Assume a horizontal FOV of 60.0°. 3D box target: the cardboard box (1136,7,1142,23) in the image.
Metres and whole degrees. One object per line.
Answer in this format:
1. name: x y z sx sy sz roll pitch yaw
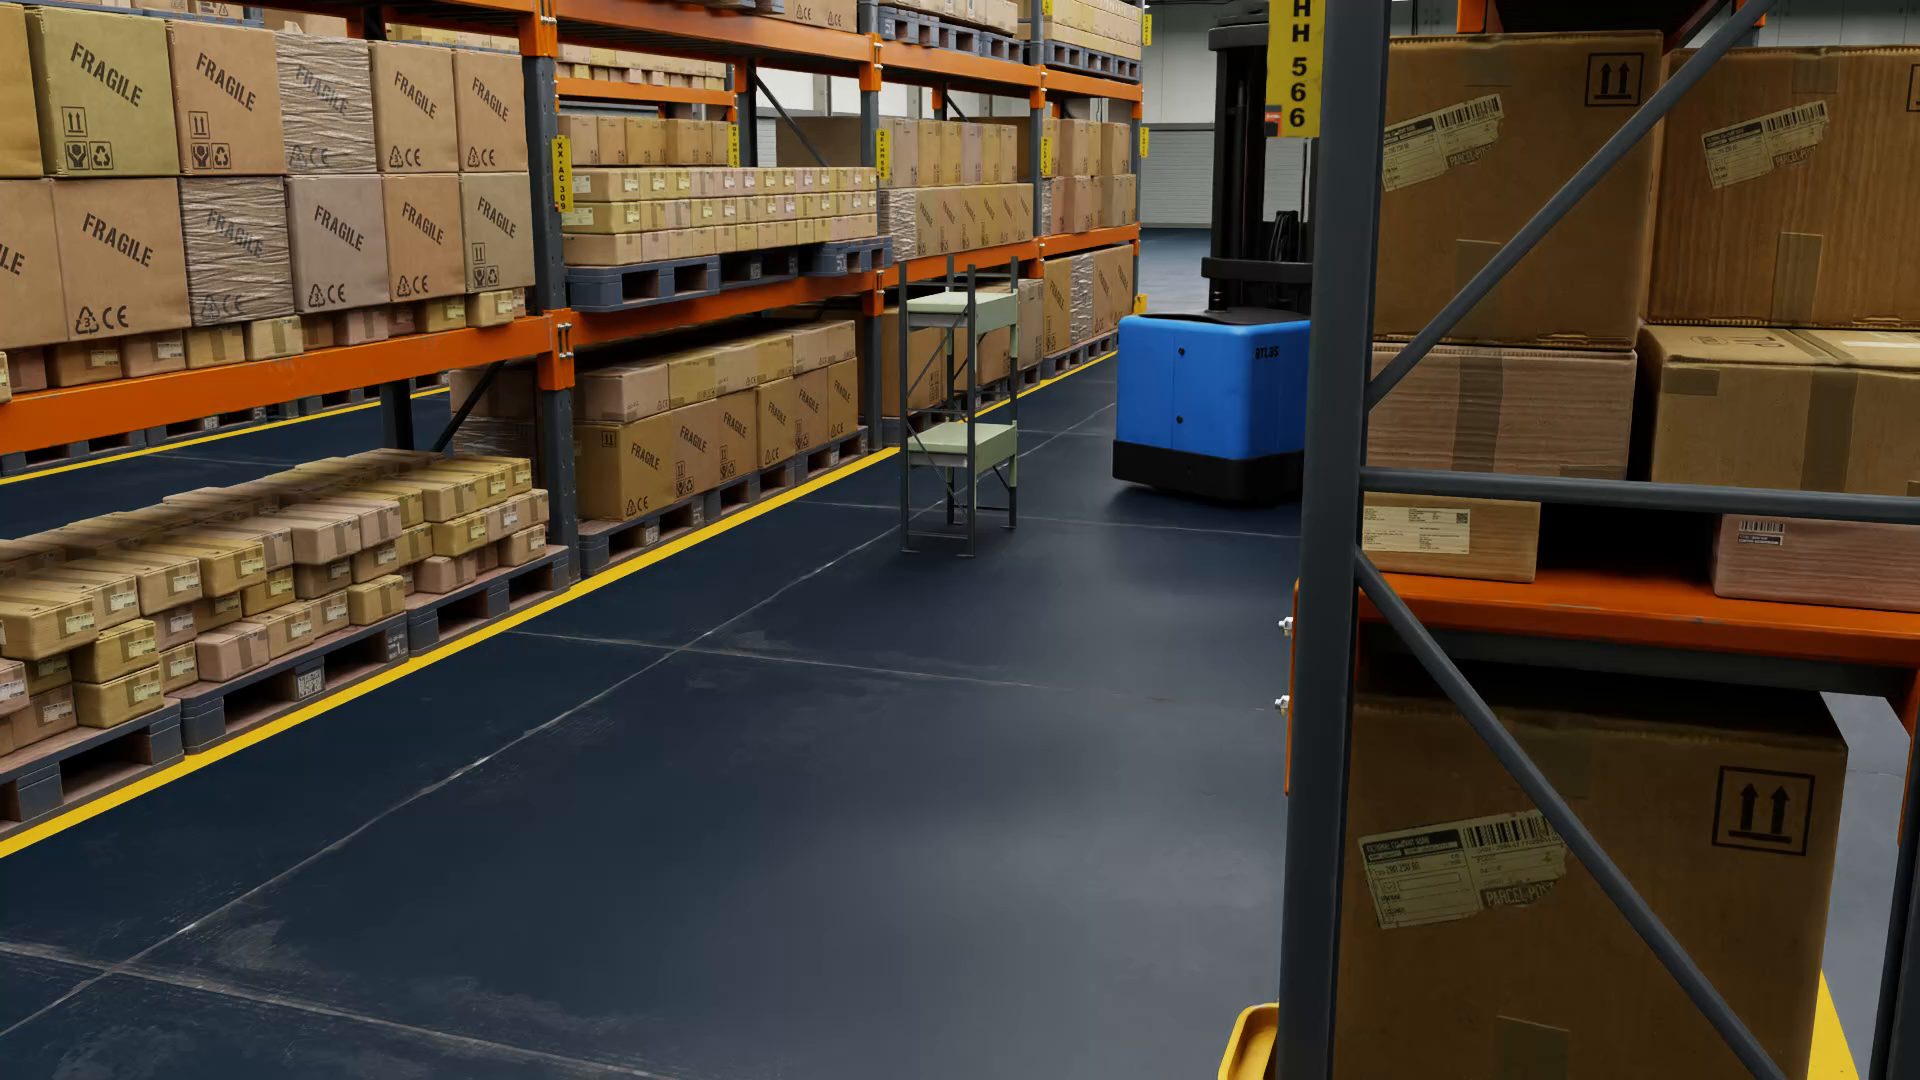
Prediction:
1. cardboard box: 1.759 -5.694 18.058 0.380 0.149 0.250 4 14 19

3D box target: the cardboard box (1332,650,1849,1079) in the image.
1. cardboard box: 1.162 0.630 3.316 0.875 0.875 0.875 4 14 18

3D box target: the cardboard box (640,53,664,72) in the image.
1. cardboard box: -3.568 -5.228 18.079 0.500 0.250 0.500 4 14 19

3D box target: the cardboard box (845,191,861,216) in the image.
1. cardboard box: -0.855 -2.157 10.650 0.380 0.149 0.250 5 14 21

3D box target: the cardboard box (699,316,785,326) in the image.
1. cardboard box: -1.493 -1.347 11.137 0.500 0.250 0.500 4 13 16

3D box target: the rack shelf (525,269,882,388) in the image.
1. rack shelf: -1.688 -1.351 9.784 1.077 0.370 4.000 4 14 18

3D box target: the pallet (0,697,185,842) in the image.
1. pallet: -3.309 0.736 5.287 1.003 0.211 1.213 4 14 18

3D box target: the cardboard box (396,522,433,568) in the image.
1. cardboard box: -2.456 0.010 6.998 0.380 0.149 0.250 4 14 19

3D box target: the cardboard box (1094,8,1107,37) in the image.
1. cardboard box: 1.164 -5.155 16.592 0.500 0.250 0.500 4 14 19

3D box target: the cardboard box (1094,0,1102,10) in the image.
1. cardboard box: 1.185 -5.320 16.418 0.380 0.149 0.250 4 14 18

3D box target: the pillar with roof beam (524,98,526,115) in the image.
1. pillar with roof beam: -2.930 -8.296 25.110 9.100 9.000 0.400 4 14 18

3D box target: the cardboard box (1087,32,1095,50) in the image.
1. cardboard box: 1.103 -4.879 16.279 0.380 0.149 0.250 4 14 18

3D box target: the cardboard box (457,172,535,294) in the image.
1. cardboard box: -2.225 -1.352 7.279 0.500 0.500 0.500 4 14 18

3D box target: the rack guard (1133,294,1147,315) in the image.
1. rack guard: 1.555 -2.594 19.229 1.175 0.500 0.348 4 14 18

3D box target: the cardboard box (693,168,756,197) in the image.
1. cardboard box: -1.355 -1.975 9.185 0.380 0.149 0.250 5 14 20

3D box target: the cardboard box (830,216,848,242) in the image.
1. cardboard box: -0.931 -1.962 10.464 0.380 0.149 0.250 5 14 19

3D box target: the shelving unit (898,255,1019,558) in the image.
1. shelving unit: 0.002 -0.733 8.827 0.431 1.500 0.755 4 14 18

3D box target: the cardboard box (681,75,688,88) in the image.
1. cardboard box: -3.333 -5.230 18.987 0.380 0.149 0.250 4 14 19

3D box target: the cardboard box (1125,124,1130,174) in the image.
1. cardboard box: 1.391 -4.332 18.461 0.875 0.550 0.550 4 14 18

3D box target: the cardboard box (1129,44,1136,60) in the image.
1. cardboard box: 1.678 -5.253 17.919 0.380 0.149 0.250 4 14 19

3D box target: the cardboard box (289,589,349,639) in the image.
1. cardboard box: -2.623 0.279 6.486 0.380 0.149 0.250 5 14 19

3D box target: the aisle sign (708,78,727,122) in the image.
1. aisle sign: -2.875 -5.402 20.073 0.394 0.787 0.004 4 14 18

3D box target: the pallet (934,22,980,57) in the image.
1. pallet: -0.524 -3.868 12.879 1.003 0.211 1.213 5 14 21

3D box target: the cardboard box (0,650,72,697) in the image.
1. cardboard box: -3.080 0.398 5.297 0.380 0.149 0.250 5 14 19

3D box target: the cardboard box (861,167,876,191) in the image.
1. cardboard box: -0.766 -2.359 10.867 0.380 0.149 0.250 4 13 16

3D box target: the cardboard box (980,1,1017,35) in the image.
1. cardboard box: 0.176 -4.448 14.161 0.500 0.250 0.500 5 14 19

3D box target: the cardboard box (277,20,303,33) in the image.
1. cardboard box: -5.412 -3.963 13.170 0.396 0.266 0.258 4 14 18

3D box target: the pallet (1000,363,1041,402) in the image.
1. pallet: 0.075 -1.438 14.813 1.003 0.211 1.213 4 14 18

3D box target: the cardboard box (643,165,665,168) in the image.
1. cardboard box: -3.598 -3.887 18.382 0.500 0.500 0.500 5 14 19

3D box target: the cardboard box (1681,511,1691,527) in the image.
1. cardboard box: 1.622 -0.097 3.236 0.380 0.149 0.250 4 13 17

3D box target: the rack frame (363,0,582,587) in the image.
1. rack frame: -2.335 -1.281 7.859 1.000 3.000 0.127 4 14 18

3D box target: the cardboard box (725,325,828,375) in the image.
1. cardboard box: -1.167 -1.205 10.514 0.500 0.250 0.500 5 14 19

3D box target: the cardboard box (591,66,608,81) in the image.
1. cardboard box: -3.899 -4.849 17.317 0.380 0.149 0.250 5 14 20

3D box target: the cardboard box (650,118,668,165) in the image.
1. cardboard box: -3.659 -4.385 18.317 0.700 0.500 0.500 4 14 18

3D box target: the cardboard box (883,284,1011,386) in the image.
1. cardboard box: -0.178 -1.733 13.952 1.050 0.750 0.750 4 14 18

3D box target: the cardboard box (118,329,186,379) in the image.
1. cardboard box: -2.862 -0.640 5.615 0.380 0.149 0.250 4 13 17

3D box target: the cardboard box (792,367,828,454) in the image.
1. cardboard box: -1.178 -0.843 10.613 0.500 0.500 0.500 5 14 21

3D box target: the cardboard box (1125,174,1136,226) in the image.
1. cardboard box: 1.470 -3.799 18.555 0.875 0.550 0.550 4 14 18

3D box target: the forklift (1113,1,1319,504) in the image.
1. forklift: 2.385 -1.891 10.688 3.031 2.935 1.130 -11 17 -41

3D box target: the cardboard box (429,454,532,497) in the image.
1. cardboard box: -2.204 -0.292 7.653 0.380 0.149 0.250 5 14 20

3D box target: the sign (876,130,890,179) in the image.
1. sign: -0.525 -2.612 11.266 0.100 0.325 0.005 4 14 18

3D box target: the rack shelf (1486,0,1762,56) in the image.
1. rack shelf: 2.972 -2.435 7.792 1.077 0.370 4.000 4 14 18

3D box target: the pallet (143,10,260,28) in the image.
1. pallet: -5.916 -3.689 12.093 1.213 0.211 1.003 5 14 21

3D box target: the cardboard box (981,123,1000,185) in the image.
1. cardboard box: -0.067 -3.288 14.181 0.700 0.500 0.500 4 13 17

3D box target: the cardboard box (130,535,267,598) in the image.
1. cardboard box: -2.731 0.092 5.969 0.380 0.149 0.250 5 14 19

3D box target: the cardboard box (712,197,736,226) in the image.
1. cardboard box: -1.439 -1.779 8.992 0.380 0.149 0.250 5 14 21

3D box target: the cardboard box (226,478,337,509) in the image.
1. cardboard box: -2.886 -0.161 7.078 0.380 0.149 0.250 4 13 17

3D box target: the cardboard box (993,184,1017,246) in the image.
1. cardboard box: 0.174 -2.778 14.196 0.500 0.500 0.500 4 14 18

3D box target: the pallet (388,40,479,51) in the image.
1. pallet: -5.097 -4.330 14.900 1.213 0.211 1.003 4 14 18

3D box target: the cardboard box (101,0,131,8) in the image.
1. cardboard box: -5.872 -3.745 11.270 0.396 0.266 0.258 4 13 17

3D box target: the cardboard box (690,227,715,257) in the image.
1. cardboard box: -1.522 -1.577 8.776 0.380 0.149 0.250 4 14 19

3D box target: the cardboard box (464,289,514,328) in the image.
1. cardboard box: -2.187 -1.019 7.277 0.380 0.149 0.250 4 13 17

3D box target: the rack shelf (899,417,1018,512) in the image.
1. rack shelf: 0.002 -0.415 8.900 0.431 0.370 0.720 4 14 18
